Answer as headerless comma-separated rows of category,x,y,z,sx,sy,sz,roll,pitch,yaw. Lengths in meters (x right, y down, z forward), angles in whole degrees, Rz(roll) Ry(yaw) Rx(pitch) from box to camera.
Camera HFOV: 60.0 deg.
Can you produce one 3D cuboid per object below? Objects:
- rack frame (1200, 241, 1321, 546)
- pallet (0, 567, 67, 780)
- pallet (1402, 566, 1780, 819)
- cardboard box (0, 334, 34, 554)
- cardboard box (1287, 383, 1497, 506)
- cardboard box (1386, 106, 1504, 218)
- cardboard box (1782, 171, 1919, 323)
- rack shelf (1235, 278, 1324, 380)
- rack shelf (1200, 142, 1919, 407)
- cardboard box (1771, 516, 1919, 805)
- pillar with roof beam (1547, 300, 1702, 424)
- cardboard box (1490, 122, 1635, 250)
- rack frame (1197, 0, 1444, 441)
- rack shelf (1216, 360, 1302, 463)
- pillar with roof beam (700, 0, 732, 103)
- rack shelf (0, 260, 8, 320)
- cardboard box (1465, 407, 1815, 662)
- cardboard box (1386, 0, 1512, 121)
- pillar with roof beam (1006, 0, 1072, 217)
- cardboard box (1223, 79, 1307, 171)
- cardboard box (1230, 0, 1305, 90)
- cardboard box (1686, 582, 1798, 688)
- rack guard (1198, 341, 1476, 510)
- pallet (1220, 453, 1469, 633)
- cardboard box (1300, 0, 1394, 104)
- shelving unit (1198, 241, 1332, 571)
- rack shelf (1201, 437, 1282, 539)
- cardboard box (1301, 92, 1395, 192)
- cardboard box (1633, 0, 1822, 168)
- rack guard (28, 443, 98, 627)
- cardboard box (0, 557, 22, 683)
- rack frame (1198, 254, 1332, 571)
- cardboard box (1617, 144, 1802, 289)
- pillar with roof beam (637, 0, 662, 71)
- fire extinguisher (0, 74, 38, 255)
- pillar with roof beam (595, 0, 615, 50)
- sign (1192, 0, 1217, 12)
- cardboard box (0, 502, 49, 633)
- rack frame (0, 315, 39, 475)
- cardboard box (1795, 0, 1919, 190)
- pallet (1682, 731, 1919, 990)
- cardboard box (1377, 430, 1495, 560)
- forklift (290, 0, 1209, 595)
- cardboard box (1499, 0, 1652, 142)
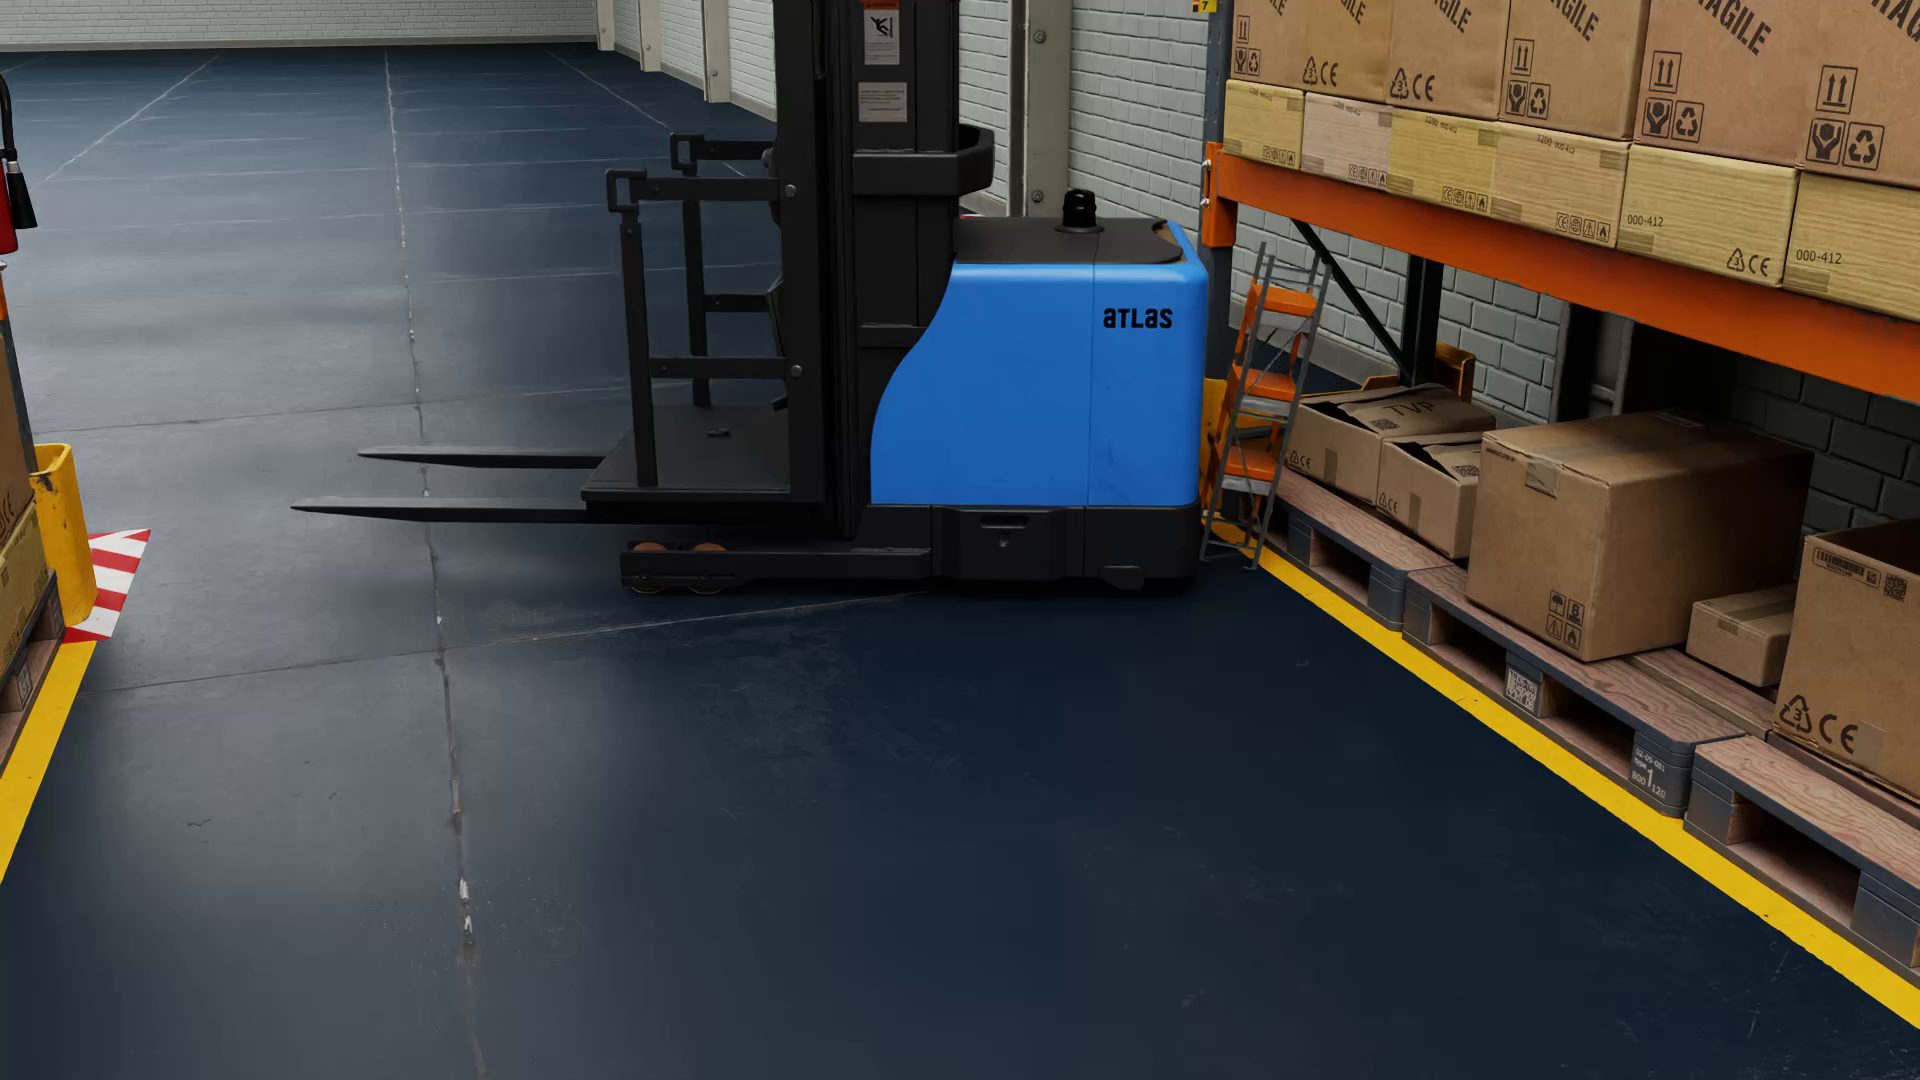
rack frame,1.005,-0.483,5.670,0.200,1.050,0.008,10,20,0
pallet,-3.045,0.423,4.427,1.003,0.211,1.213,-6,21,-17
pallet,2.001,0.334,4.674,1.003,0.211,1.213,-6,21,-17
cardboard box,-2.875,-0.246,4.502,0.500,0.500,0.500,-6,21,-17
cardboard box,1.508,-0.368,5.830,0.500,0.311,0.500,-9,22,-23
cardboard box,1.559,-1.077,4.670,0.500,0.250,0.500,-7,21,-18
cardboard box,2.048,-0.594,3.324,0.500,0.250,0.500,-6,21,-17
rack shelf,1.044,-0.694,5.461,0.215,0.259,0.240,10,20,0
rack shelf,2.004,-0.678,4.430,1.077,0.370,4.000,-6,21,-17
cardboard box,2.269,0.266,3.785,0.500,0.500,0.500,-8,21,-21
pillar with roof beam,-1.670,-3.891,3.438,9.100,9.000,0.400,-6,21,-17
cardboard box,1.716,-0.915,4.218,0.500,0.250,0.500,-6,21,-17
rack frame,1.376,-1.658,6.095,1.000,3.000,0.127,-6,21,-17
rack shelf,0.996,-0.432,5.559,0.215,0.259,0.240,10,20,0
pillar with roof beam,-7.327,-9.667,19.520,9.100,9.000,0.400,-6,21,-17
rack shelf,-2.697,-0.150,2.961,1.077,0.370,4.000,-6,21,-17
cardboard box,1.870,-0.033,4.619,0.700,0.500,0.500,-8,21,-21
cardboard box,1.543,-1.438,4.567,0.500,0.500,0.500,-7,21,-19
pillar with roof beam,-3.556,-5.817,8.798,9.100,9.000,0.400,-6,21,-17
cardboard box,1.228,-1.406,5.587,0.500,0.250,0.500,-7,21,-19
cardboard box,1.241,-1.765,5.475,0.500,0.500,0.500,-6,21,-17
cardboard box,2.149,0.245,4.364,0.380,0.149,0.250,-8,21,-22
rack guard,1.400,-0.457,6.450,1.175,0.500,0.348,-6,21,-17
pallet,1.622,-0.057,5.762,1.003,0.211,1.213,-6,21,-17
cardboard box,1.386,-1.605,5.030,0.500,0.500,0.500,-6,21,-17
shelving unit,0.998,-0.442,5.555,0.215,1.050,0.252,10,20,0
rack shelf,0.949,-0.175,5.654,0.215,0.259,0.240,10,20,0
cardboard box,1.405,-1.241,5.127,0.500,0.250,0.500,-7,21,-19
cardboard box,1.881,-1.107,3.645,0.500,0.500,0.500,-7,21,-19
rack guard,-3.333,0.038,5.070,1.175,0.500,0.348,-6,21,-17
cardboard box,-2.708,0.266,4.185,0.500,0.250,0.500,-6,21,-17
rack frame,0.991,-0.400,5.440,0.200,1.050,0.008,10,20,0
cardboard box,1.875,-0.753,3.769,0.500,0.250,0.500,-7,21,-18
pillar with roof beam,-9.213,-11.593,24.880,9.100,9.000,0.400,-6,21,-17
fire extinguisher,-2.922,-1.181,4.882,0.296,0.674,0.183,-6,21,-17
pillar with roof beam,-11.099,-13.518,30.241,9.100,9.000,0.400,-6,21,-17
sign,0.861,-2.008,5.788,0.100,0.325,0.005,-6,21,-17
cardboard box,-2.877,0.107,4.628,0.500,0.250,0.500,-6,21,-17
rack frame,-3.326,-1.130,4.626,1.000,3.000,0.127,-6,21,-17
cardboard box,2.029,-0.944,3.192,0.500,0.500,0.500,-7,21,-18
pallet,2.388,0.726,3.582,1.003,0.211,1.213,-6,21,-17
cardboard box,1.687,-0.185,5.321,0.500,0.311,0.500,-5,20,-13
forklift,-0.722,-1.378,5.418,3.031,2.935,1.130,1,20,2
cardboard box,1.716,-1.274,4.109,0.500,0.500,0.500,-6,21,-16
